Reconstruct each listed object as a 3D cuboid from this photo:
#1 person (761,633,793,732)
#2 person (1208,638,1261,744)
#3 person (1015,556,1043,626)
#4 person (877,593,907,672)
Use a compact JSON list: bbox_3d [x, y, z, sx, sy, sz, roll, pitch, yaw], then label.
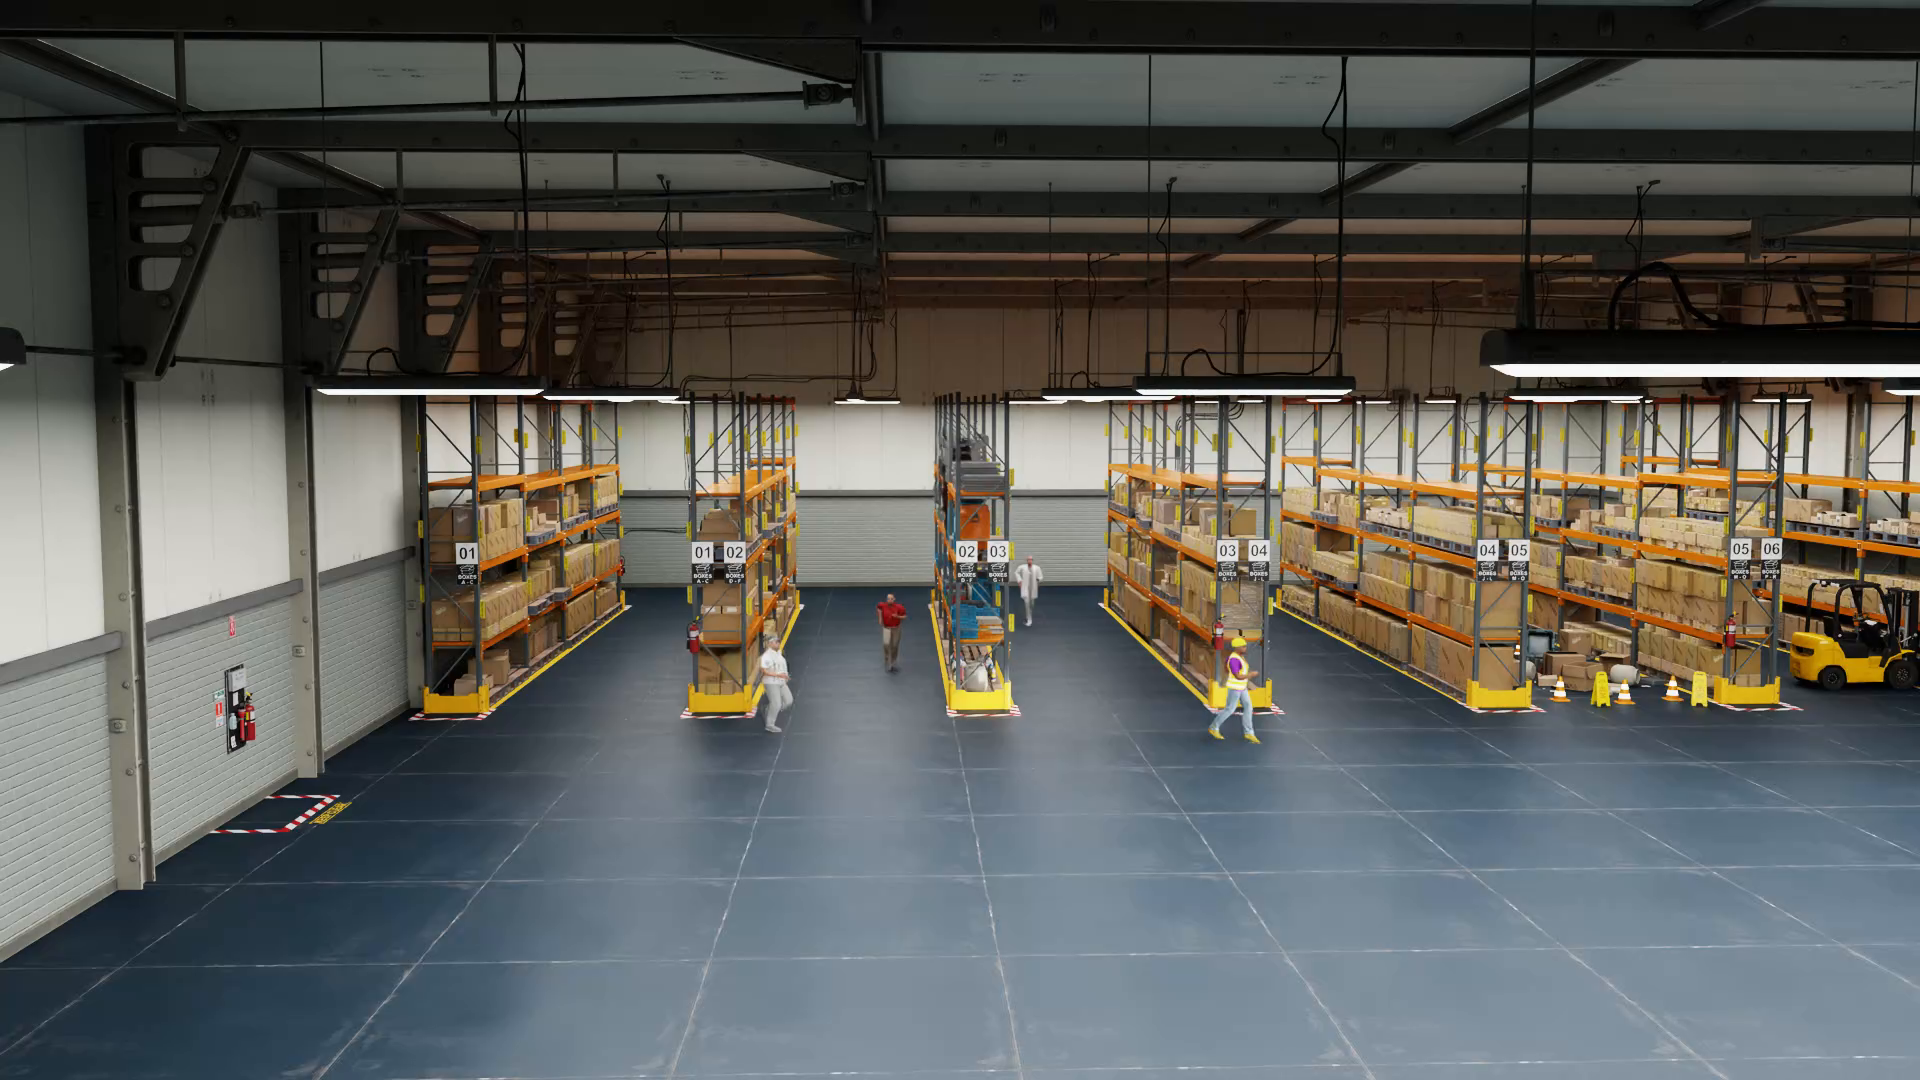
[{"bbox_3d":[-3.229,2.512,29.325,0.593,1.737,0.658,2,5,27],"label":"person"},{"bbox_3d":[4.678,2.556,28.286,0.897,1.803,0.681,2,5,24],"label":"person"},{"bbox_3d":[1.834,1.312,43.831,0.704,1.802,1.046,-1,5,-7],"label":"person"},{"bbox_3d":[-1.485,2.000,36.135,0.650,1.734,0.962,0,5,-2],"label":"person"}]
